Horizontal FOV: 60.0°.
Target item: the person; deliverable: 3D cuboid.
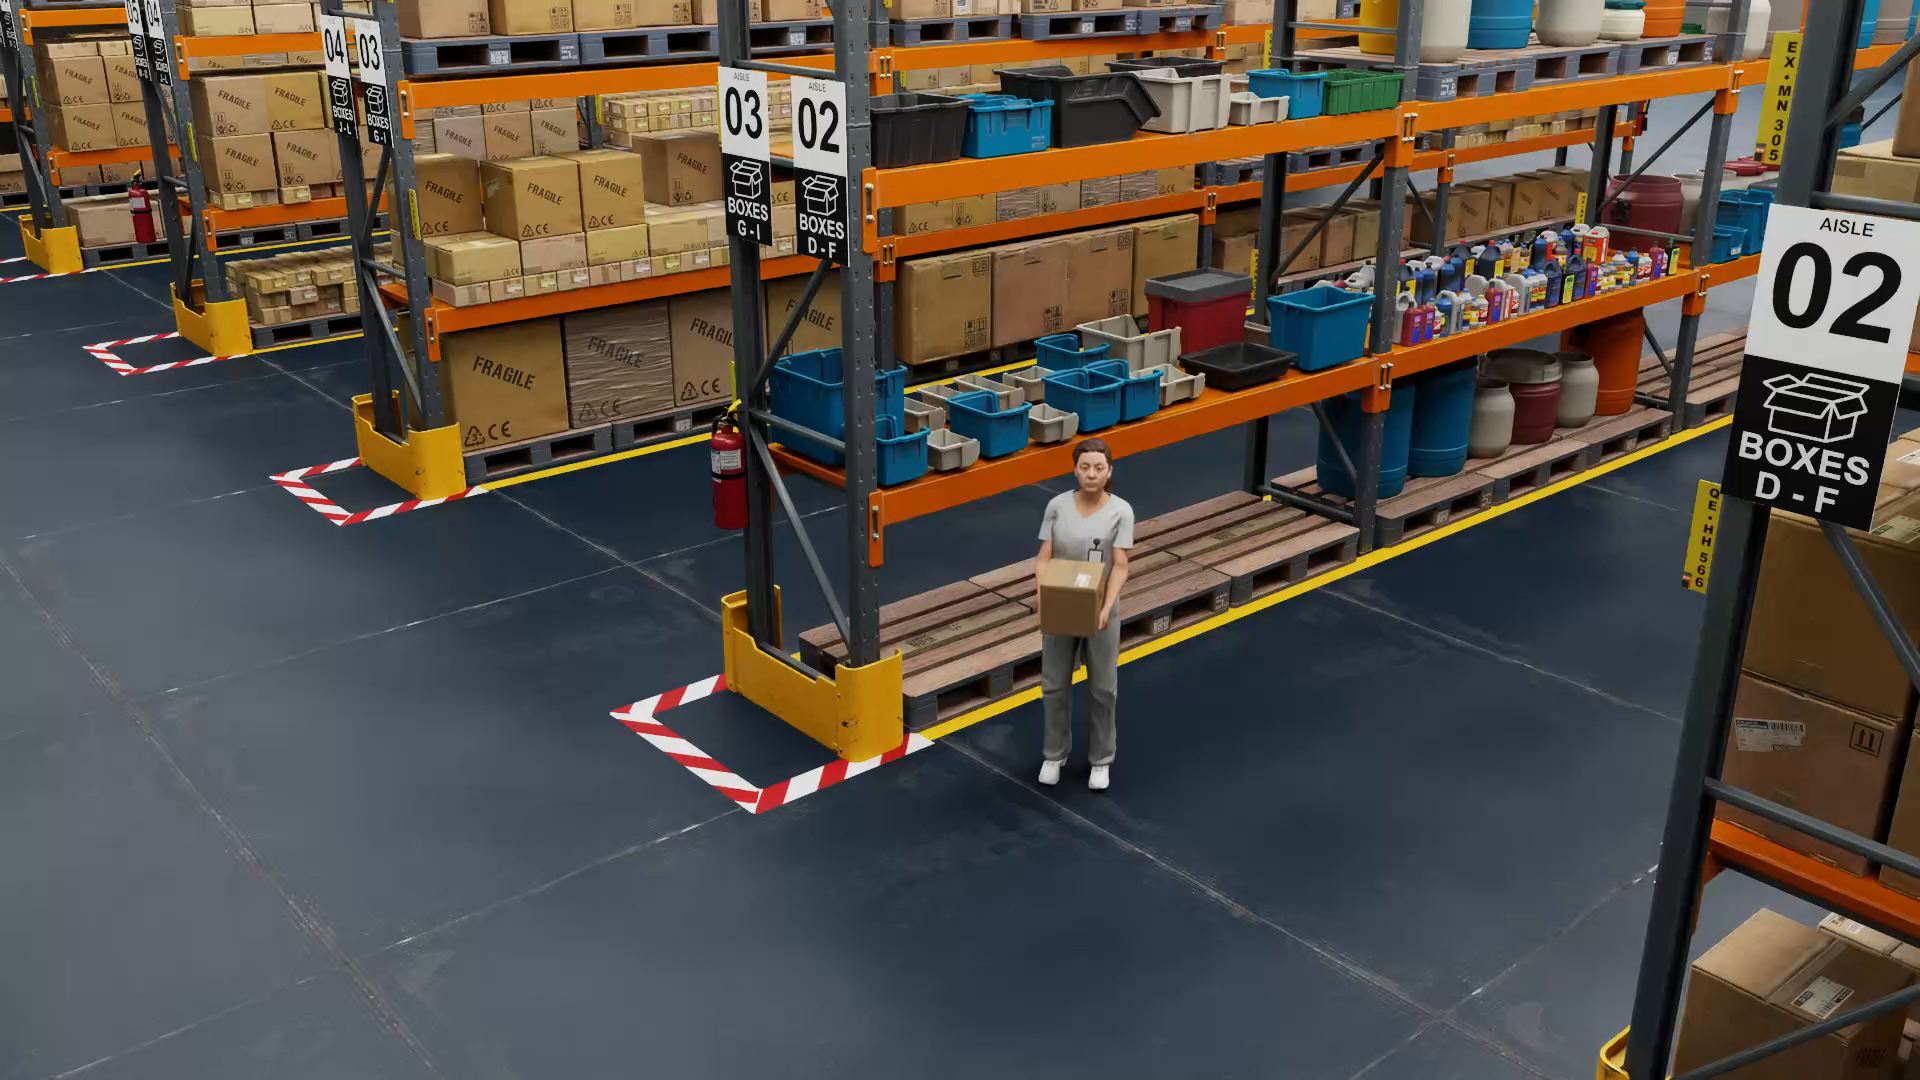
[{"bbox_3d":[0.557,0.368,7.655,0.438,1.654,0.553,5,22,12],"label":"person"}]
